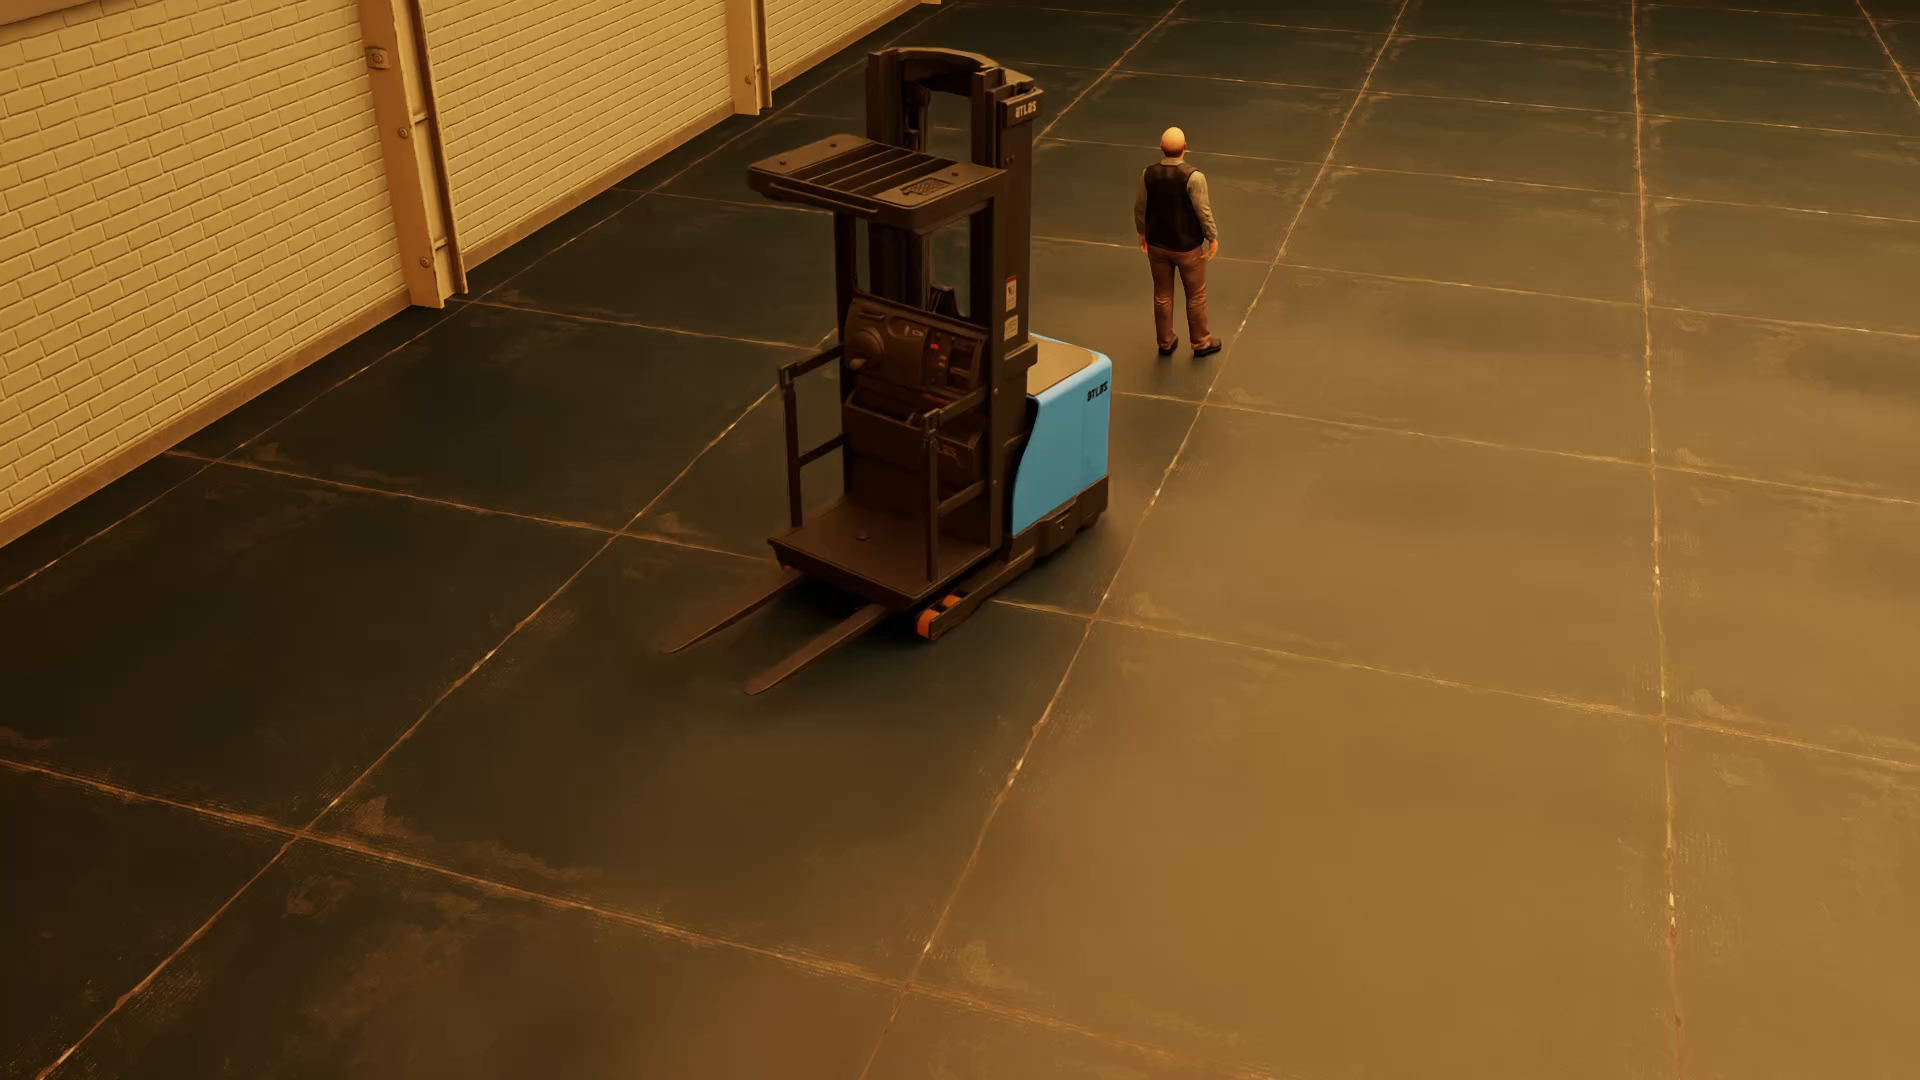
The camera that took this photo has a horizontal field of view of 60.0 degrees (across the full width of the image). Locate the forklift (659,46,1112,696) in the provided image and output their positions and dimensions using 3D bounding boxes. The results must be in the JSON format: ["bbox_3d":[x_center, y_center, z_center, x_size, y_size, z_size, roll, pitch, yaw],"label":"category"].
[{"bbox_3d":[-0.381,-1.000,8.890,1.130,2.935,3.031,21,36,32],"label":"forklift"}]

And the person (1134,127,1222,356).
[{"bbox_3d":[1.607,-2.186,12.179,0.631,1.720,0.568,16,34,26],"label":"person"}]
